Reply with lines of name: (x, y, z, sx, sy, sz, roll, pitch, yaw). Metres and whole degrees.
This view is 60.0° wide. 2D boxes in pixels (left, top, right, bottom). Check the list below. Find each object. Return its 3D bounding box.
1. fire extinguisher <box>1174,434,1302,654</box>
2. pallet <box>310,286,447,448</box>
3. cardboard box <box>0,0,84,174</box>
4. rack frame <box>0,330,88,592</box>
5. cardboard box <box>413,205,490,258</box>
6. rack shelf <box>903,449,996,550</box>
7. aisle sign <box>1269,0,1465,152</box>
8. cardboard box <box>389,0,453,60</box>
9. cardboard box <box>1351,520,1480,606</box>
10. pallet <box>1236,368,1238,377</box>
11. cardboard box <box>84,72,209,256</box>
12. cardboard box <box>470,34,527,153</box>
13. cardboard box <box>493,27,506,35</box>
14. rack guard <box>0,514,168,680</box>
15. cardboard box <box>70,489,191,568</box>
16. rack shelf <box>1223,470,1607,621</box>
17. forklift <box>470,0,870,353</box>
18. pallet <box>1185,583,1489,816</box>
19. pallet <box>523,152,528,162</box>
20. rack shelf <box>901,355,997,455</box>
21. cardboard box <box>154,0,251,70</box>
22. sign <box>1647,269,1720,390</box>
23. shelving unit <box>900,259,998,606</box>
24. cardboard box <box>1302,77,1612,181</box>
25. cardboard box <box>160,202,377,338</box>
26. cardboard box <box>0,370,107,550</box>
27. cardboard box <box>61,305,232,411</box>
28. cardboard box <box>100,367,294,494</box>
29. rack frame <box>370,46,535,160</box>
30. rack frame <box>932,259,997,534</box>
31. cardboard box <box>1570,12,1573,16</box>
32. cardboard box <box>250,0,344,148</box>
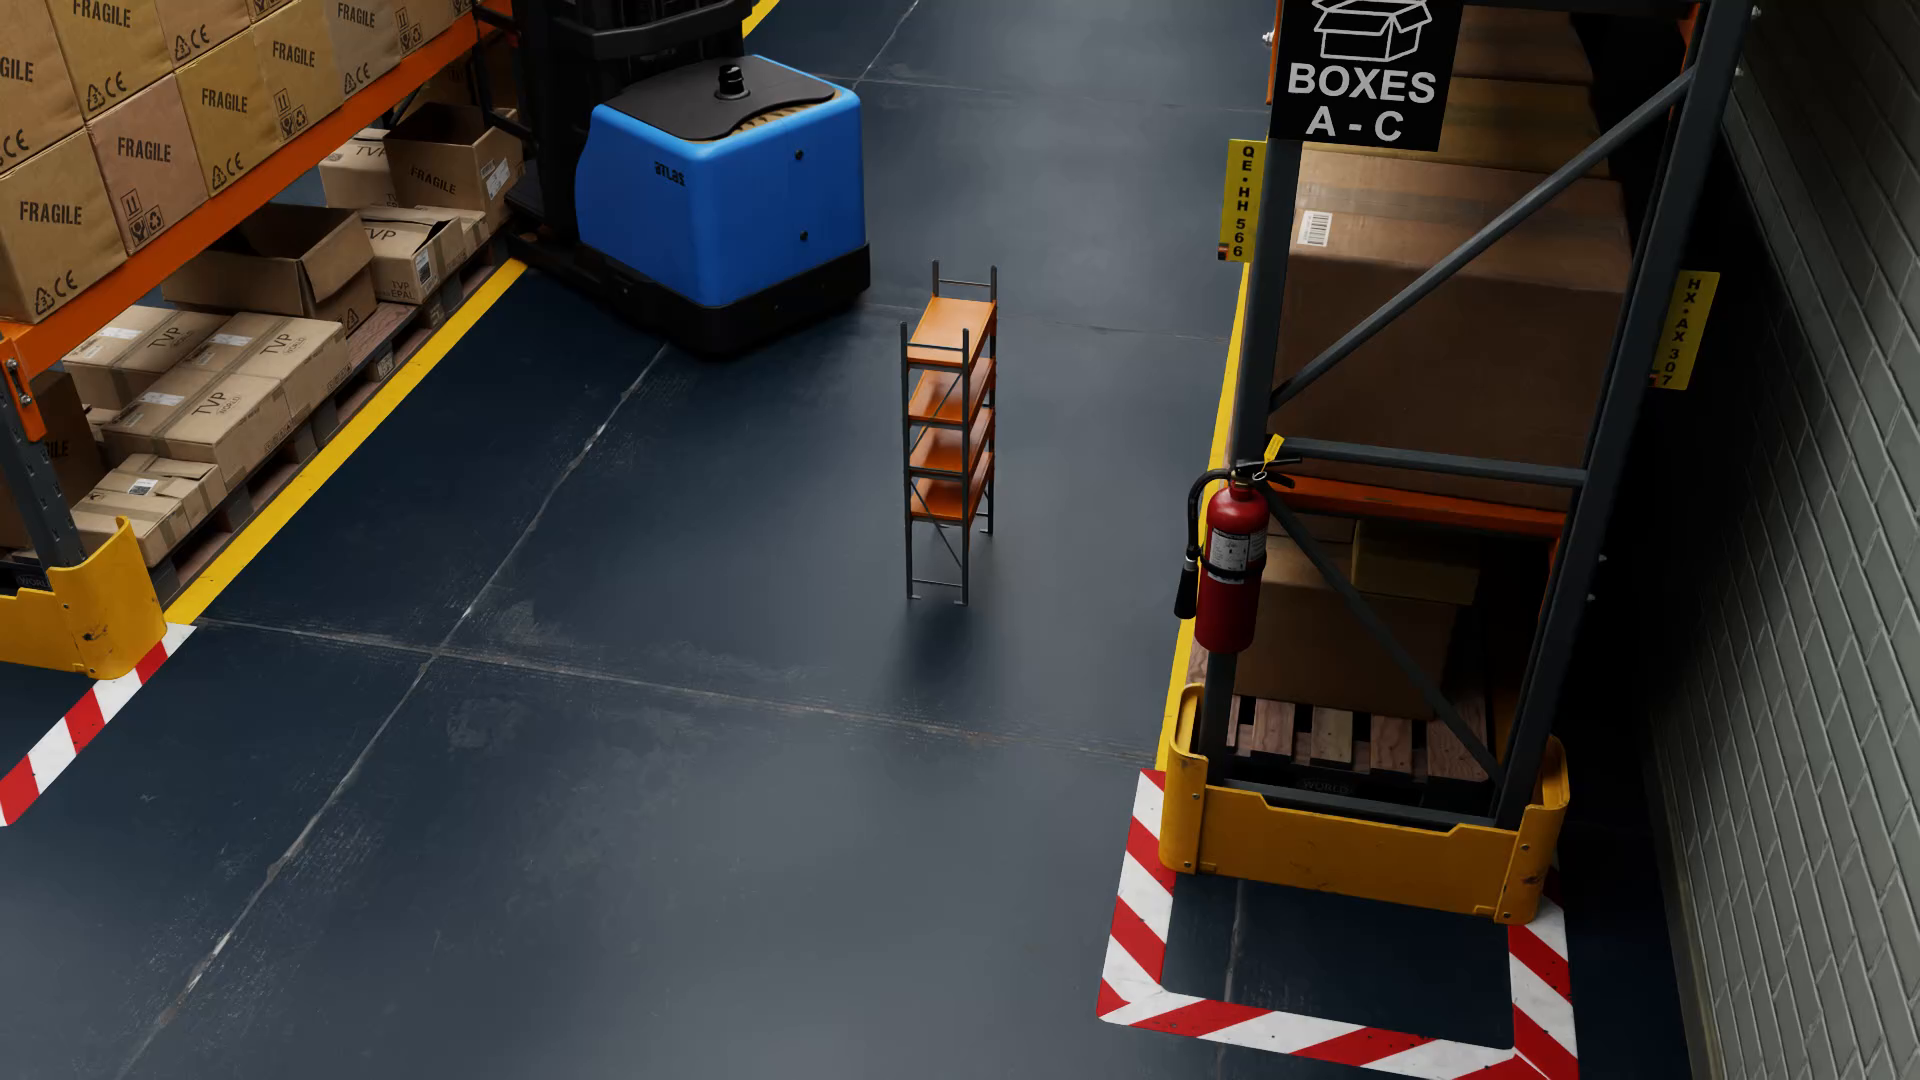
fire extinguisher: (0.755, 0.005, 4.571, 0.296, 0.674, 0.183, 7, 37, 10)
pallet: (-3.153, -0.894, 7.804, 1.003, 0.211, 1.213, 7, 37, 10)
cardboard box: (-3.249, -1.492, 5.315, 0.500, 0.500, 0.500, 8, 37, 11)
rack frame: (-3.602, -0.825, 5.332, 1.000, 3.000, 0.127, 7, 37, 10)
cardboard box: (-2.613, -1.557, 8.397, 0.380, 0.149, 0.250, 7, 37, 10)
rack shelf: (-0.035, -0.176, 6.423, 0.258, 0.148, 0.480, 7, 37, 10)
aisle sign: (0.930, -1.255, 3.711, 0.394, 0.787, 0.004, 7, 37, 10)
cardboard box: (-2.712, -2.544, 7.619, 0.500, 0.500, 0.500, 8, 37, 11)
cardboard box: (1.459, 0.056, 5.336, 0.380, 0.149, 0.250, 8, 37, 10)
pallet: (1.854, -0.944, 7.873, 1.003, 0.211, 1.213, 7, 37, 10)
cardboard box: (-3.144, -1.383, 6.018, 0.500, 0.500, 0.500, 7, 37, 10)
cardboard box: (-2.406, -2.531, 9.441, 0.500, 0.500, 0.500, 6, 36, 8)
cardboard box: (-2.808, -2.886, 9.930, 0.500, 0.500, 0.500, 7, 37, 10)
rack guard: (-3.586, 0.143, 6.126, 1.175, 0.500, 0.348, 7, 37, 10)
cardboard box: (-3.177, -0.046, 6.312, 0.380, 0.149, 0.250, 7, 37, 10)
rack shelf: (1.666, -1.062, 6.272, 1.077, 0.370, 4.000, 7, 37, 10)
forklift: (-1.855, -2.827, 8.153, 3.031, 2.935, 1.130, 30, 46, 35)
pallet: (1.333, 0.455, 5.943, 1.003, 0.211, 1.213, 7, 37, 10)
pallet: (-2.611, -2.460, 9.965, 1.003, 0.211, 1.213, 7, 37, 10)
rack shelf: (-0.035, -0.518, 6.175, 0.258, 0.148, 0.480, 7, 37, 10)
cardboard box: (-3.033, -2.079, 6.125, 0.500, 0.500, 0.500, 8, 37, 11)
sign: (1.779, -0.516, 4.101, 0.100, 0.325, 0.005, 7, 37, 10)
shelving unit: (-0.035, -0.391, 6.267, 0.258, 1.200, 0.503, 7, 37, 10)
cardboard box: (1.482, -1.040, 5.373, 0.980, 0.700, 0.700, 7, 37, 10)
cardboard box: (-3.144, -1.208, 7.613, 0.797, 0.503, 0.637, 7, 37, 10)
cardboard box: (-3.726, -0.334, 6.410, 0.500, 0.500, 0.500, 7, 37, 10)
cardboard box: (-3.494, -0.773, 7.229, 0.500, 0.250, 0.500, 7, 37, 10)
cardboard box: (-3.102, -0.453, 6.787, 0.500, 0.250, 0.500, 7, 37, 10)
rack frame: (-2.747, -3.118, 8.497, 1.000, 3.000, 0.127, 7, 37, 10)
rack frame: (0.017, -0.531, 6.460, 0.240, 1.200, 0.015, 7, 37, 10)
cardboard box: (1.800, -1.894, 6.552, 0.980, 0.700, 0.700, 6, 36, 9)
cardboard box: (-2.926, -1.957, 6.809, 0.500, 0.500, 0.500, 8, 37, 11)
